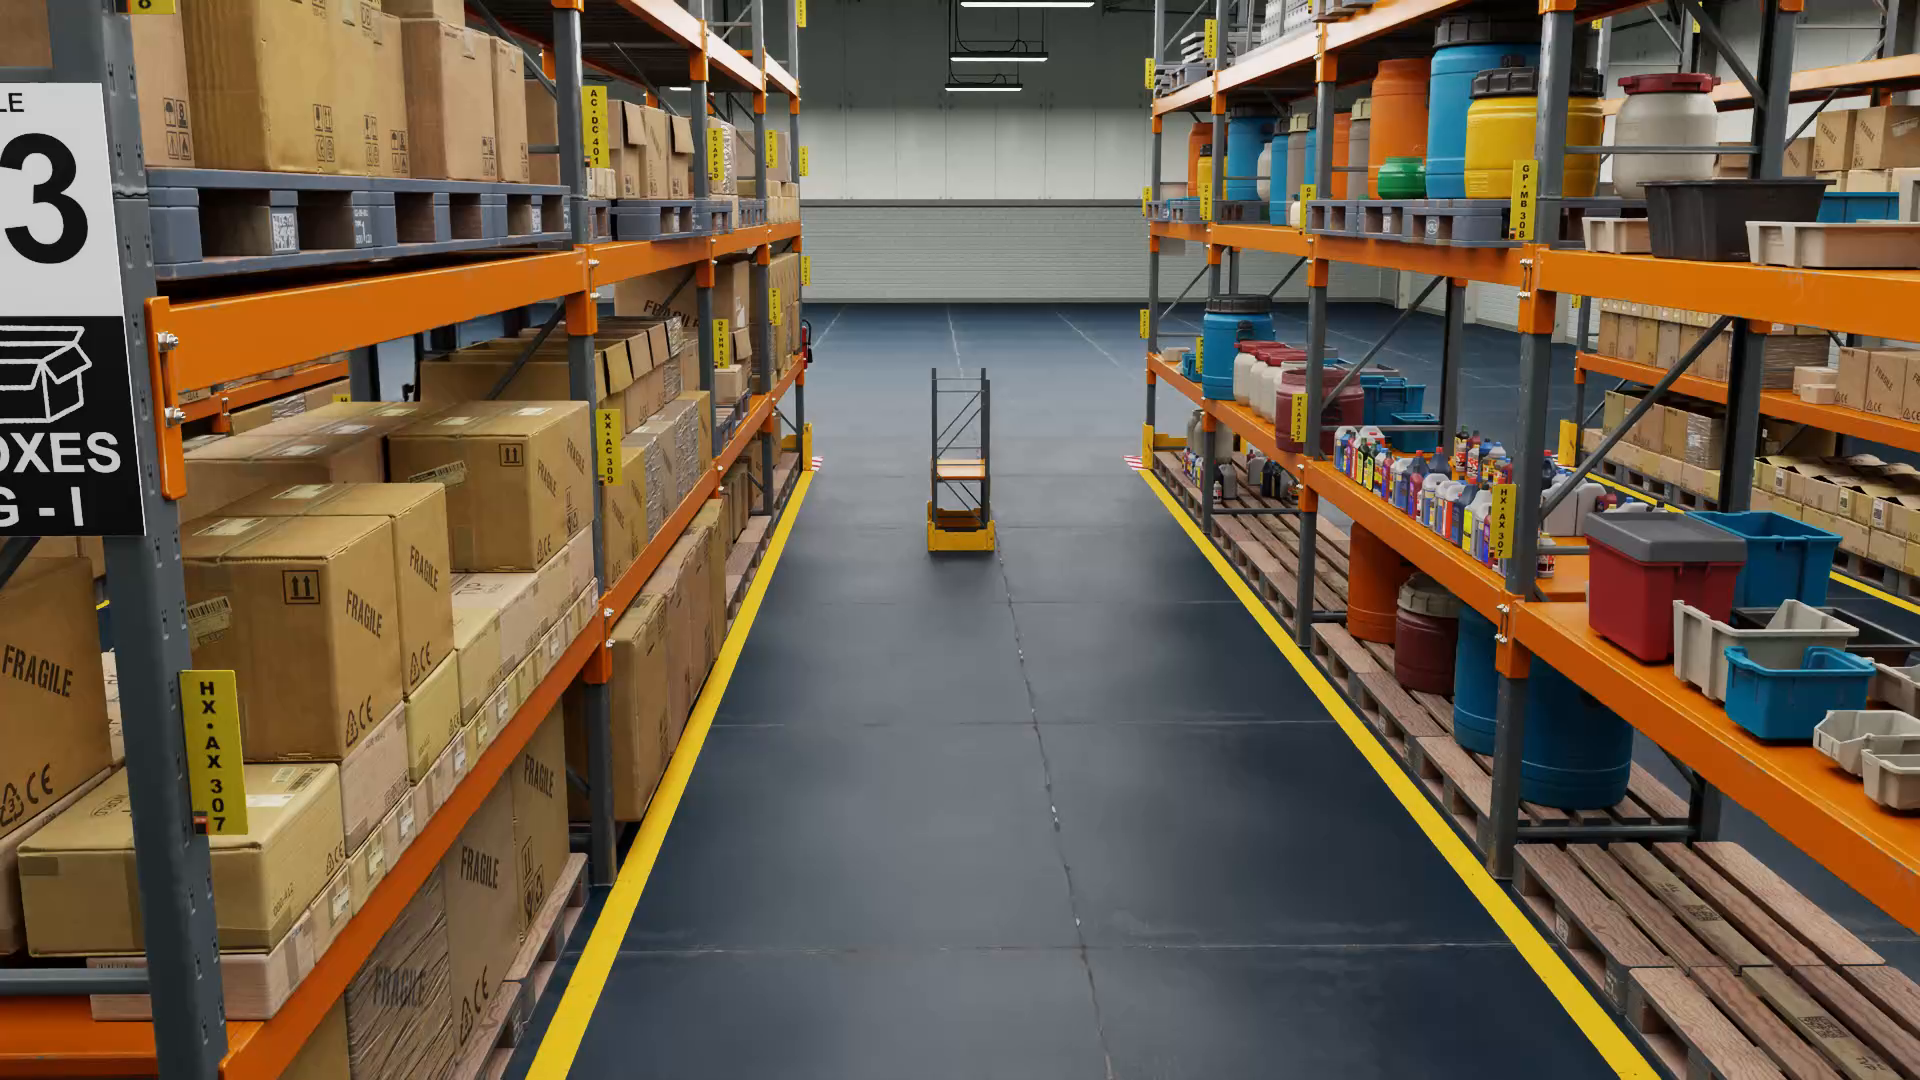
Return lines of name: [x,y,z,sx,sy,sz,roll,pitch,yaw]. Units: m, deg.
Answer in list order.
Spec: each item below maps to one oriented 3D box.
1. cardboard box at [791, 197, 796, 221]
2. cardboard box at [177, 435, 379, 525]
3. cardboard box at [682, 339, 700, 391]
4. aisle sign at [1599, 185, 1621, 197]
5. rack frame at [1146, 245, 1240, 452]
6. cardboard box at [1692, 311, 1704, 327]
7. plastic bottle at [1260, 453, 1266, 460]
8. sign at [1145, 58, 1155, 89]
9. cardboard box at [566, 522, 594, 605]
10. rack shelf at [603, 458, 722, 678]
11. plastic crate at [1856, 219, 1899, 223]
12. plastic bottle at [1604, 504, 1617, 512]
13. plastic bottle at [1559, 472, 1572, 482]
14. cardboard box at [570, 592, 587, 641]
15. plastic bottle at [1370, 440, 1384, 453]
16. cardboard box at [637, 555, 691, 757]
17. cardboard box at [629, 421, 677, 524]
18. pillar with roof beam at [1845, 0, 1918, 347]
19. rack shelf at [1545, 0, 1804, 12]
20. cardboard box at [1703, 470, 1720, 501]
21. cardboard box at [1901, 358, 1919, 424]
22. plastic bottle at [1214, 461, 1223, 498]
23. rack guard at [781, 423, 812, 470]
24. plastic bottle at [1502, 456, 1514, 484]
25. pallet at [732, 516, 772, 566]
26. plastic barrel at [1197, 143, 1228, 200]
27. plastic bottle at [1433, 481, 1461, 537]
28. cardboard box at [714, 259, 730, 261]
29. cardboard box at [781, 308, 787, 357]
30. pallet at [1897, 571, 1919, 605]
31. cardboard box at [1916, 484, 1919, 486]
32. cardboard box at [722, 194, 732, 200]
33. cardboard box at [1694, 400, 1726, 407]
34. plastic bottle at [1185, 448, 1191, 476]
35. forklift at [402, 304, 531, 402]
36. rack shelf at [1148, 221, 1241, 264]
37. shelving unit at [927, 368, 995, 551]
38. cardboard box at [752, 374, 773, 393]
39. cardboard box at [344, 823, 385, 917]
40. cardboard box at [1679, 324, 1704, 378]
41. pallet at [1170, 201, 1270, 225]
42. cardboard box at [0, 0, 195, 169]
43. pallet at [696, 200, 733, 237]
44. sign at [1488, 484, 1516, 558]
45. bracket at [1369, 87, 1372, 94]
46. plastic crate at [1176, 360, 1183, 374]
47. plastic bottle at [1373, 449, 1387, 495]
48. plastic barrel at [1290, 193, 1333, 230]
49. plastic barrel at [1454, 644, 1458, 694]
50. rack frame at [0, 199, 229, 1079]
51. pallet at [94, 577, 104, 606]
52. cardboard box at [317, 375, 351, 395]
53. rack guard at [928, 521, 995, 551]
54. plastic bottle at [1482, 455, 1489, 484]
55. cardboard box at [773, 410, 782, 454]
cardboard box: [-2.018,-3.515,17.672,0.500,0.250,0.500,0,11,-1]
cardboard box: [-2.275,-0.069,5.598,0.500,0.500,0.500,-1,11,-3]
cardboard box: [-2.293,-1.195,12.095,0.700,0.500,0.500,1,12,7]
aisle sign: [7.301,-3.638,18.909,0.394,0.787,0.004,0,11,-1]
rack frame: [2.656,-2.333,19.012,1.000,3.000,0.127,0,11,-1]
cardboard box: [7.452,-2.179,16.374,0.380,0.149,0.250,0,11,-1]
plastic bottle: [3.121,-0.776,16.896,0.144,0.351,0.185,0,11,1]
sign: [2.106,-5.169,18.430,0.100,0.325,0.005,0,11,-1]
cardboard box: [-1.776,0.088,6.712,0.500,0.250,0.500,0,11,-2]
rack shelf: [-2.089,0.028,9.185,1.077,0.370,4.000,0,11,-1]
plastic crate: [3.311,-1.037,5.744,0.293,0.136,0.466,0,11,-1]
plastic bottle: [3.289,-0.078,8.399,0.097,0.201,0.097,0,11,0]
plastic bottle: [3.277,-0.231,8.977,0.097,0.271,0.097,0,11,0]
cardboard box: [-1.708,0.307,6.634,0.380,0.149,0.250,0,11,0]
plastic bottle: [2.553,-0.477,10.190,0.097,0.271,0.097,0,11,0]
cardboard box: [-2.100,0.604,8.826,1.225,0.875,0.875,-1,11,-3]
cardboard box: [-1.844,-0.370,9.089,0.500,0.500,0.500,0,11,0]
pillar with roof beam: [9.013,-6.353,23.740,9.100,9.000,0.400,0,11,-1]
rack shelf: [2.946,-1.941,4.810,1.077,0.370,4.000,0,11,-1]
cardboard box: [7.463,-0.507,15.871,0.500,0.250,0.500,0,11,-1]
cardboard box: [7.723,-1.144,12.904,0.500,0.500,0.500,-1,11,-4]
plastic bottle: [2.438,-0.582,15.938,0.144,0.351,0.185,-1,11,-3]
rack guard: [-2.294,-1.072,19.086,1.175,0.500,0.348,0,11,-1]
plastic bottle: [3.140,-0.342,9.494,0.061,0.283,0.133,0,11,-1]
pallet: [-2.195,0.004,14.507,1.003,0.211,1.213,0,11,-1]
plastic barrel: [2.807,-3.875,17.539,0.600,0.588,0.600,0,11,0]
plastic bottle: [2.552,-0.163,8.630,0.152,0.276,0.135,0,11,-1]
cardboard box: [-2.518,-2.489,16.269,0.500,0.500,0.500,0,11,-1]
cardboard box: [-2.216,-2.100,16.865,0.875,0.500,0.500,0,11,-1]
pallet: [7.796,0.441,12.355,1.003,0.211,1.213,0,11,-1]
cardboard box: [8.018,-0.308,13.483,0.500,0.311,0.500,0,11,-2]
cardboard box: [-1.896,-2.315,11.759,0.500,0.250,0.500,0,11,0]
cardboard box: [7.962,-1.174,17.277,0.500,0.500,0.500,0,11,-1]
plastic bottle: [2.369,-0.810,17.234,0.061,0.283,0.133,0,11,0]
forklift: [-4.605,-1.590,15.527,1.130,2.935,3.031,0,11,-1]
rack shelf: [2.698,-3.052,16.826,1.077,0.370,4.000,0,11,-1]
shelving unit: [-0.002,-0.750,14.985,0.587,1.500,1.083,0,11,-1]
cardboard box: [-1.917,-1.438,15.234,0.380,0.149,0.250,0,11,-1]
cardboard box: [-1.655,0.818,4.117,0.380,0.149,0.250,-1,11,-3]
cardboard box: [7.652,-1.899,16.623,0.700,0.500,0.500,0,11,0]
pallet: [2.626,-3.058,15.519,1.213,0.211,1.003,0,11,-1]
cardboard box: [-2.029,-1.009,3.383,0.700,0.500,0.500,-1,12,-5]
pallet: [-2.064,-1.972,10.164,1.213,0.211,1.003,0,11,1]
sign: [2.354,-0.081,7.218,0.100,0.325,0.005,0,11,-1]
bracket: [12.408,-13.457,49.707,0.235,0.232,0.430,0,11,-1]
plastic crate: [2.452,-1.730,16.705,0.530,0.136,0.437,0,11,-1]
plastic bottle: [2.500,-0.404,9.832,0.097,0.271,0.097,0,11,0]
plastic barrel: [2.562,-2.396,12.131,0.301,0.262,0.301,0,11,0]
plastic barrel: [2.973,0.705,9.242,0.421,0.512,0.421,0,11,0]
rack frame: [-1.965,0.868,3.235,1.000,3.000,0.127,0,11,-1]
pallet: [-7.032,0.488,12.123,1.003,0.211,1.213,0,11,-1]
cardboard box: [-7.176,-1.342,18.417,0.875,0.875,0.875,0,11,-1]
rack guard: [0.009,-0.039,14.621,0.587,0.250,0.087,0,11,-1]
plastic bottle: [3.251,-0.439,10.180,0.097,0.201,0.097,0,11,0]
cardboard box: [-2.299,-1.169,18.507,0.500,0.500,0.500,2,12,9]
